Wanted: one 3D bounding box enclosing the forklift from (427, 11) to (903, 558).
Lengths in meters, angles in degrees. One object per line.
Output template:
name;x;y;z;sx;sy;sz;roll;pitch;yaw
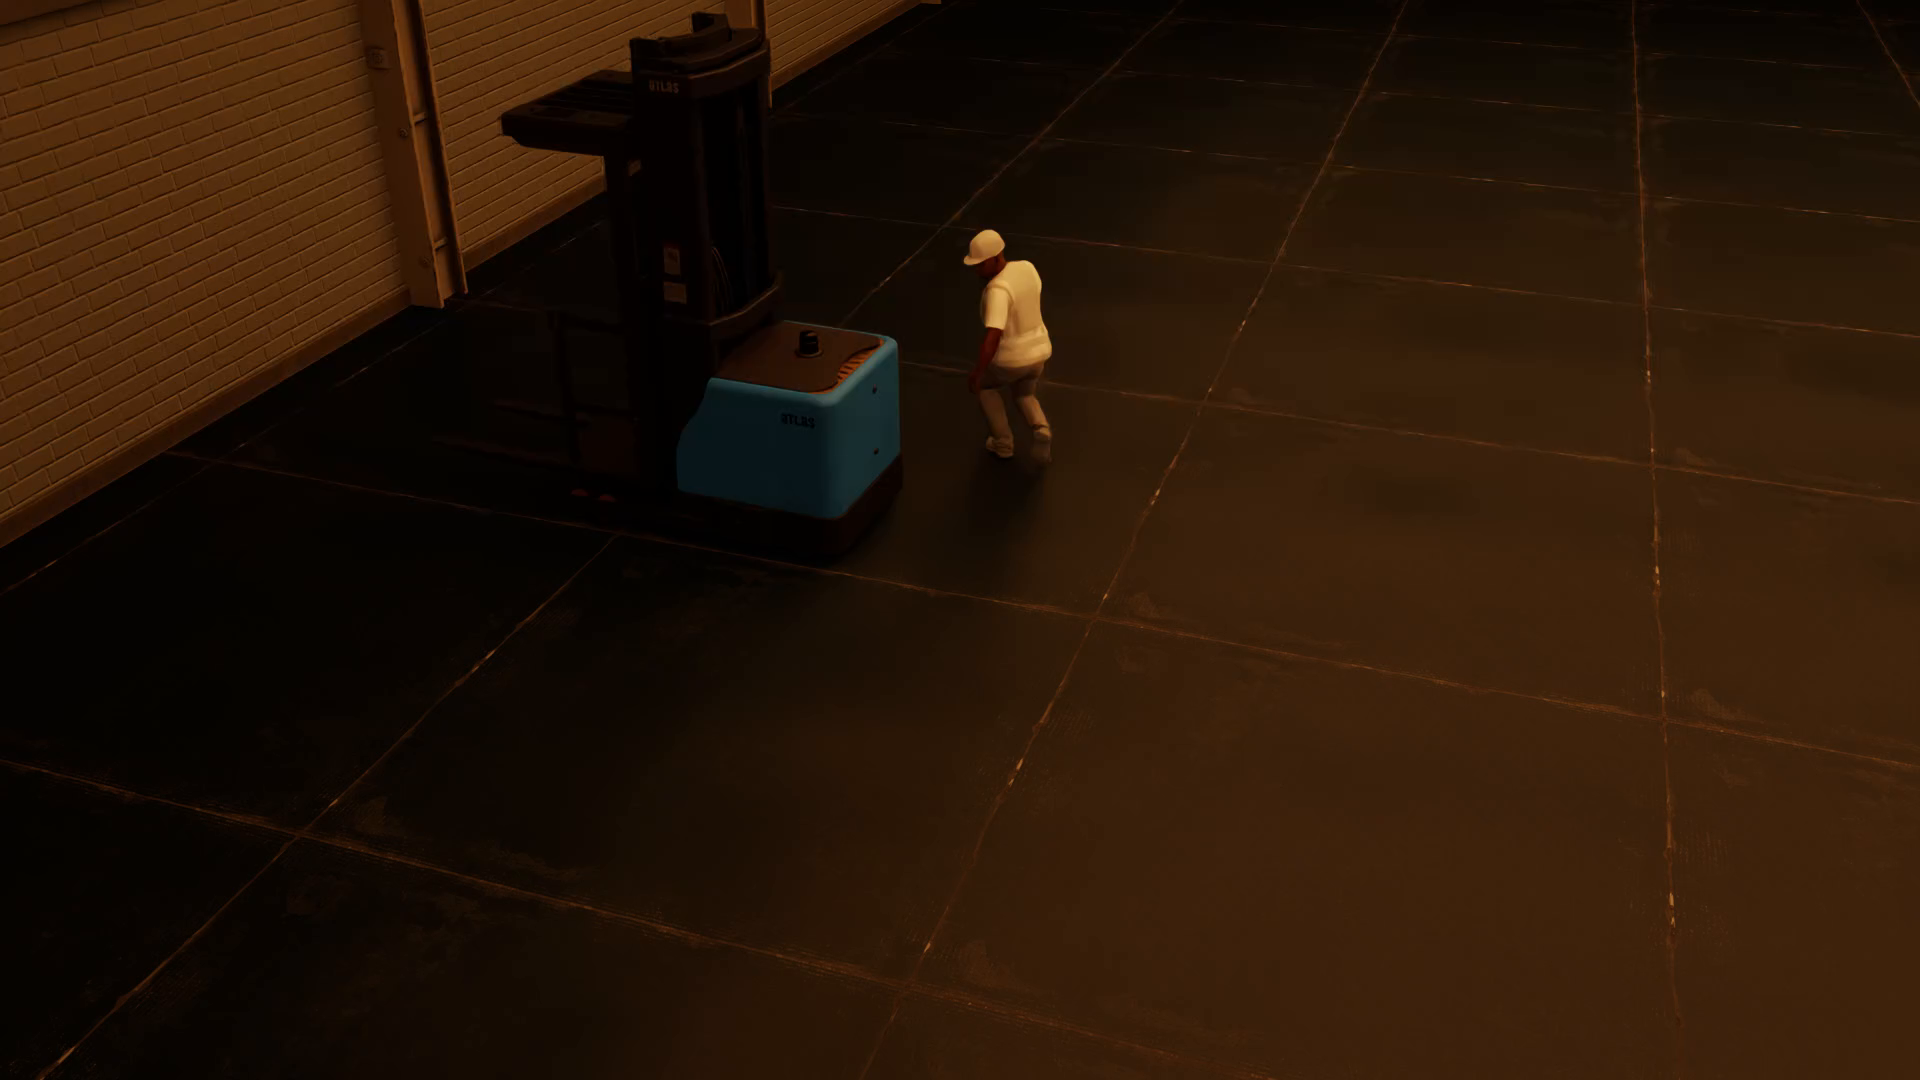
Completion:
forklift;-1.931;-1.618;9.976;3.031;2.935;1.130;11;31;18

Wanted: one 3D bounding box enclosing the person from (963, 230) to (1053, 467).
person;0.316;-1.214;10.695;0.732;1.546;0.718;-22;36;-33
